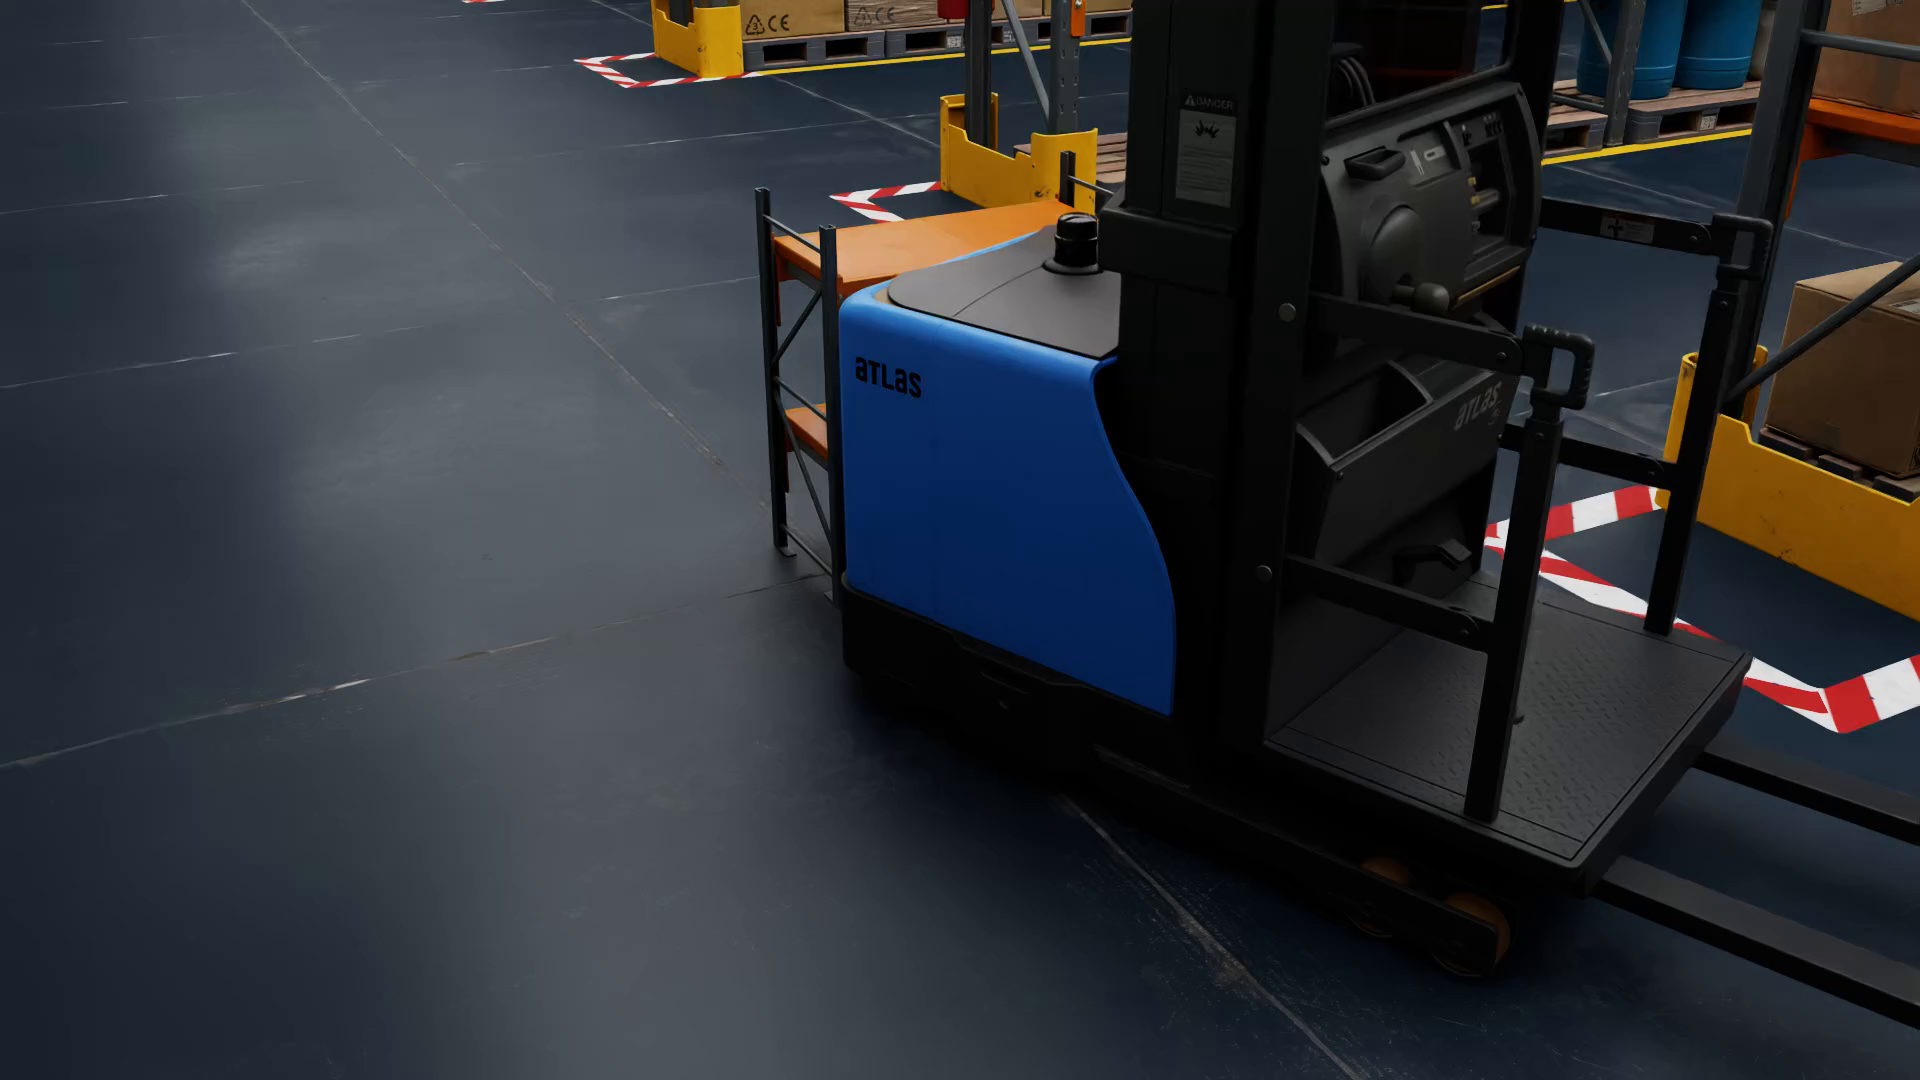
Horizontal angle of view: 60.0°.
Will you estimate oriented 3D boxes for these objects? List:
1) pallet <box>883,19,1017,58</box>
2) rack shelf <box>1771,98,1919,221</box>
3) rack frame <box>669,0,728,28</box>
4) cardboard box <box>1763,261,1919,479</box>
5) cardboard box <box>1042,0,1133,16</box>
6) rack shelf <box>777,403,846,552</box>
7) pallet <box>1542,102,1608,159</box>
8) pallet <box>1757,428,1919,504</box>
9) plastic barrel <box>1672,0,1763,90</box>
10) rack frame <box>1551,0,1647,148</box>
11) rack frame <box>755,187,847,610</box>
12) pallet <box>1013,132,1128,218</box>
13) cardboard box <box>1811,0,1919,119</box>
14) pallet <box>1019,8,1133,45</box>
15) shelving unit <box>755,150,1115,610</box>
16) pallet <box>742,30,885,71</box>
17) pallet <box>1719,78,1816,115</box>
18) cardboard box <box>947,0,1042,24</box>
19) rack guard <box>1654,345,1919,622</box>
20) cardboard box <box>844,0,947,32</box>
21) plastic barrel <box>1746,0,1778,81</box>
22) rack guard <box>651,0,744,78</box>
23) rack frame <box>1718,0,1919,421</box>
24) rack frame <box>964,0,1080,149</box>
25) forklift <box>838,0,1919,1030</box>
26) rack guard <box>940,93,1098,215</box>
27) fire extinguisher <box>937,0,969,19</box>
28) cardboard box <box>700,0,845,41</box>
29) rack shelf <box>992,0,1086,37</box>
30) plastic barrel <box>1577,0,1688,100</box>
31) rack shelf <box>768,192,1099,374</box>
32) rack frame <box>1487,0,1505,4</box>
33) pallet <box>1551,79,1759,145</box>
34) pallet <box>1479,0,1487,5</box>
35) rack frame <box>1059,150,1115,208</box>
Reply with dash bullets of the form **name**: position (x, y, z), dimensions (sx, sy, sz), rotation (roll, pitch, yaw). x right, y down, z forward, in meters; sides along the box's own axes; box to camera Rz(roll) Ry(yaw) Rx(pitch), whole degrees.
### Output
- **pallet**: position (-0.276, -4.247, 13.853), dimensions (1.213, 0.211, 1.003), rotation (-13, 29, -25)
- **rack shelf**: position (4.403, -1.364, 5.456), dimensions (4.000, 0.370, 1.077), rotation (-13, 29, -25)
- **rack frame**: position (-2.020, -5.065, 12.334), dimensions (0.127, 3.000, 1.000), rotation (-13, 29, -25)
- **cardboard box**: position (3.002, -0.557, 5.325), dimensions (0.500, 0.500, 0.500), rotation (-13, 29, -25)
- **cardboard box**: position (0.889, -5.007, 14.183), dimensions (0.875, 0.875, 0.875), rotation (-13, 29, -25)
- **rack shelf**: position (-0.006, -0.285, 5.110), dimensions (1.000, 0.278, 0.538), rotation (-13, 29, -25)
- **pallet**: position (3.209, -2.566, 10.351), dimensions (1.213, 0.211, 1.003), rotation (-13, 29, -25)
- **pallet**: position (3.408, -0.202, 5.427), dimensions (1.213, 0.211, 1.003), rotation (-13, 29, -25)
- **plastic barrel**: position (4.953, -3.480, 10.972), dimensions (0.708, 0.901, 0.600), rotation (-13, 29, -25)
- **rack frame**: position (3.840, -3.988, 10.091), dimensions (0.127, 3.000, 1.000), rotation (-13, 29, -25)
- **rack frame**: position (-0.454, -0.402, 4.788), dimensions (0.032, 1.125, 0.500), rotation (-13, 29, -25)
- **pallet**: position (1.056, -2.069, 9.316), dimensions (1.213, 0.211, 1.003), rotation (-13, 29, -25)
- **cardboard box**: position (2.905, -1.521, 4.837), dimensions (0.500, 0.500, 0.500), rotation (-12, 28, -24)
- **pallet**: position (0.801, -4.498, 14.374), dimensions (1.213, 0.211, 1.003), rotation (-13, 29, -25)
- **shelving unit**: position (-0.006, -0.506, 5.004), dimensions (1.048, 1.125, 0.538), rotation (-13, 29, -25)
- **pallet**: position (-1.352, -4.001, 13.339), dimensions (1.213, 0.211, 1.003), rotation (-13, 29, -25)
- **pallet**: position (5.618, -3.122, 11.509), dimensions (1.213, 0.211, 1.003), rotation (-13, 29, -25)
- **cardboard box**: position (0.095, -4.824, 13.801), dimensions (0.875, 0.875, 0.875), rotation (-13, 29, -25)
- **rack guard**: position (2.705, -0.169, 5.025), dimensions (0.348, 0.500, 1.175), rotation (-13, 29, -25)
- **cardboard box**: position (-0.690, -4.643, 13.424), dimensions (0.875, 0.875, 0.875), rotation (-13, 29, -25)
- **plastic barrel**: position (5.493, -3.385, 11.224), dimensions (0.421, 0.512, 0.421), rotation (0, 26, 0)
- **rack guard**: position (-2.041, -3.933, 12.864), dimensions (0.348, 0.500, 1.175), rotation (-13, 29, -25)
- **rack frame**: position (2.638, -1.281, 4.452), dimensions (0.127, 3.000, 1.000), rotation (-13, 29, -25)
- **rack frame**: position (0.310, -3.173, 8.394), dimensions (0.127, 3.000, 1.000), rotation (-13, 29, -25)
- **forklift**: position (1.142, -0.689, 3.300), dimensions (3.031, 2.935, 1.130), rotation (20, 32, 35)
- **rack guard**: position (0.295, -2.037, 8.914), dimensions (0.348, 0.500, 1.175), rotation (-13, 29, -25)
- **fire extinguisher**: position (-0.037, -3.113, 8.789), dimensions (0.183, 0.674, 0.296), rotation (-13, 29, -25)
- **cardboard box**: position (-1.493, -4.457, 13.038), dimensions (0.875, 0.875, 0.875), rotation (-13, 29, -25)
- **rack shelf**: position (2.075, -3.256, 9.398), dimensions (4.000, 0.370, 1.077), rotation (-13, 29, -25)
- **plastic barrel**: position (4.328, -3.336, 10.671), dimensions (0.708, 0.901, 0.600), rotation (-13, 29, -25)
- **rack shelf**: position (-0.006, -0.770, 4.877), dimensions (1.000, 0.278, 0.538), rotation (-13, 29, -25)
- **rack frame**: position (5.039, -6.694, 15.727), dimensions (0.127, 3.000, 1.000), rotation (-13, 29, -25)
- **pallet**: position (4.540, -2.872, 10.988), dimensions (1.213, 0.211, 1.003), rotation (-13, 29, -25)
- **pallet**: position (4.308, -5.305, 16.056), dimensions (1.213, 0.211, 1.003), rotation (-13, 29, -25)
- **rack frame**: position (0.443, -0.609, 5.219), dimensions (0.032, 1.125, 0.500), rotation (-13, 29, -25)
